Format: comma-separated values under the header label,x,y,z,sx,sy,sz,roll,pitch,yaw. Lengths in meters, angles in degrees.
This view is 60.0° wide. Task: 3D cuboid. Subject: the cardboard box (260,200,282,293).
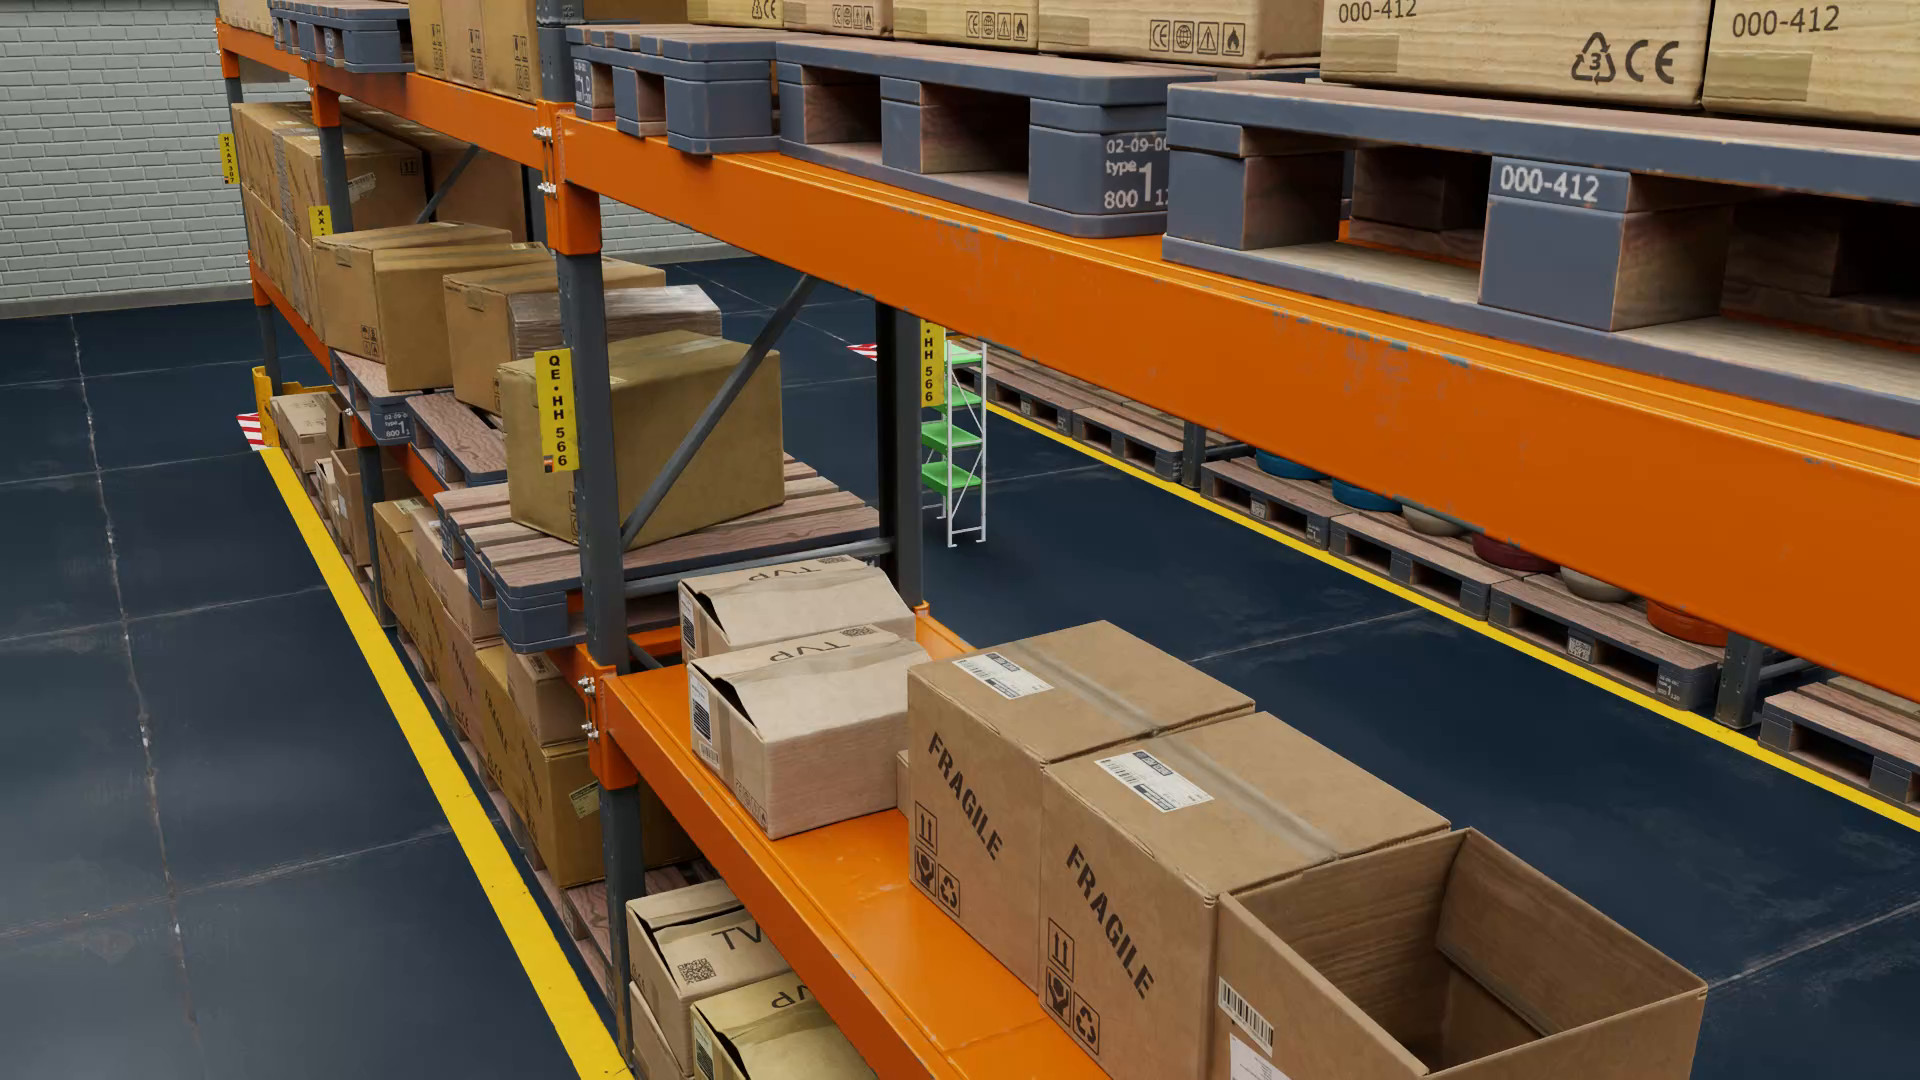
label,x,y,z,sx,sy,sz,roll,pitch,yaw
cardboard box,-3.913,-1.797,10.088,0.500,0.500,0.500,-10,21,-27

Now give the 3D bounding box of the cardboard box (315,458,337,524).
label,x,y,z,sx,sy,sz,roll,pitch,yaw
cardboard box,-3.354,-0.334,9.447,0.500,0.311,0.500,-10,21,-27

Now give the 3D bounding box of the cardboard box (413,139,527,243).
label,x,y,z,sx,sy,sz,roll,pitch,yaw
cardboard box,-2.454,-1.761,8.449,0.500,0.500,0.500,-9,21,-25

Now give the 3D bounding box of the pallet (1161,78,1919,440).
label,x,y,z,sx,sy,sz,roll,pitch,yaw
pallet,0.891,-0.344,1.725,0.805,0.209,1.217,-11,22,-29

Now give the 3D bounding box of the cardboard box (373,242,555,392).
label,x,y,z,sx,sy,sz,roll,pitch,yaw
cardboard box,-2.067,-0.949,6.987,0.700,0.500,0.500,-6,20,-18

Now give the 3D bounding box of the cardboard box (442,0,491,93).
label,x,y,z,sx,sy,sz,roll,pitch,yaw
cardboard box,-1.057,-1.645,5.049,0.910,0.500,0.500,-10,21,-27

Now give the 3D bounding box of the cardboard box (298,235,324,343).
label,x,y,z,sx,sy,sz,roll,pitch,yaw
cardboard box,-3.187,-1.361,8.823,0.500,0.500,0.500,-9,21,-25

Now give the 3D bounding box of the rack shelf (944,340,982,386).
label,x,y,z,sx,sy,sz,roll,pitch,yaw
rack shelf,-0.079,-1.008,9.438,0.258,0.148,0.480,-10,21,-27

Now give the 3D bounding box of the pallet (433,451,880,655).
label,x,y,z,sx,sy,sz,roll,pitch,yaw
pallet,-0.962,-0.007,5.346,1.213,0.211,1.003,-10,21,-27

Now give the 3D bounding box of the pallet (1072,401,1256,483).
label,x,y,z,sx,sy,sz,roll,pitch,yaw
pallet,1.500,-0.715,11.380,1.003,0.211,1.213,-10,21,-27

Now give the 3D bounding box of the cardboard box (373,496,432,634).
label,x,y,z,sx,sy,sz,roll,pitch,yaw
cardboard box,-2.463,0.088,7.934,0.500,0.500,0.500,-11,22,-29

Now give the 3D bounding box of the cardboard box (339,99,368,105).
label,x,y,z,sx,sy,sz,roll,pitch,yaw
cardboard box,-3.924,-2.645,11.012,0.500,0.500,0.500,-10,22,-27

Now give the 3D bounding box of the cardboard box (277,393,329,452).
label,x,y,z,sx,sy,sz,roll,pitch,yaw
cardboard box,-4.131,-0.775,10.819,0.500,0.250,0.500,-10,21,-27

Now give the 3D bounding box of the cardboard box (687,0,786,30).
label,x,y,z,sx,sy,sz,roll,pitch,yaw
cardboard box,-0.313,-1.338,3.897,0.500,0.250,0.500,-12,22,-31

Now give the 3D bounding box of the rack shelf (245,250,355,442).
label,x,y,z,sx,sy,sz,roll,pitch,yaw
rack shelf,-3.428,-1.296,9.891,1.077,0.370,4.000,-10,21,-27

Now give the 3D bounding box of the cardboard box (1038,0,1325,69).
label,x,y,z,sx,sy,sz,roll,pitch,yaw
cardboard box,0.467,-0.869,2.539,0.500,0.250,0.500,-12,22,-31

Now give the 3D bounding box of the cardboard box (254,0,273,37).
label,x,y,z,sx,sy,sz,roll,pitch,yaw
cardboard box,-3.416,-2.795,8.763,0.500,0.250,0.500,-10,21,-27

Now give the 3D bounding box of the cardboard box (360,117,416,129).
label,x,y,z,sx,sy,sz,roll,pitch,yaw
cardboard box,-3.189,-2.204,9.735,0.500,0.500,0.500,-9,21,-25

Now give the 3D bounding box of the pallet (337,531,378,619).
label,x,y,z,sx,sy,sz,roll,pitch,yaw
pallet,-2.803,0.059,9.137,1.003,0.211,1.213,-10,21,-27

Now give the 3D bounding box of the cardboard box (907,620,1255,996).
label,x,y,z,sx,sy,sz,roll,pitch,yaw
cardboard box,0.233,0.518,3.377,0.500,0.500,0.500,-11,22,-30

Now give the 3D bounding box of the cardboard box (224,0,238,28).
label,x,y,z,sx,sy,sz,roll,pitch,yaw
cardboard box,-4.131,-3.225,10.010,0.500,0.250,0.500,-10,21,-27

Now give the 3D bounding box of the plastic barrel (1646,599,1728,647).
label,x,y,z,sx,sy,sz,roll,pitch,yaw
plastic barrel,3.535,0.010,7.688,0.600,0.830,0.708,-10,21,-27

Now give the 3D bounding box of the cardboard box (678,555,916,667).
label,x,y,z,sx,sy,sz,roll,pitch,yaw
cardboard box,-0.444,0.240,4.475,0.500,0.311,0.500,-9,21,-23

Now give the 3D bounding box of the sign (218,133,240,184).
label,x,y,z,sx,sy,sz,roll,pitch,yaw
sign,-4.855,-2.535,11.053,0.100,0.325,0.005,-10,21,-27

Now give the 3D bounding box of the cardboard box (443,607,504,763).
label,x,y,z,sx,sy,sz,roll,pitch,yaw
cardboard box,-1.729,0.530,6.655,0.500,0.500,0.500,-11,22,-29

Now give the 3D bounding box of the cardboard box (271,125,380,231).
label,x,y,z,sx,sy,sz,roll,pitch,yaw
cardboard box,-3.431,-1.978,9.079,0.500,0.500,0.500,-10,21,-26

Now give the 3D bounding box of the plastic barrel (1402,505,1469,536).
label,x,y,z,sx,sy,sz,roll,pitch,yaw
plastic barrel,2.652,-0.312,9.109,0.421,0.512,0.421,0,19,0

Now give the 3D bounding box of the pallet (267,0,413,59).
label,x,y,z,sx,sy,sz,roll,pitch,yaw
pallet,-2.230,-2.193,7.077,1.213,0.211,1.003,-10,21,-27

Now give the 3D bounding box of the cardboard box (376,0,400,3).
label,x,y,z,sx,sy,sz,roll,pitch,yaw
cardboard box,-1.966,-2.428,6.522,0.600,0.600,0.600,-10,22,-27

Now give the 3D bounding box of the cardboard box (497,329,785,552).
label,x,y,z,sx,sy,sz,roll,pitch,yaw
cardboard box,-0.977,-0.323,5.171,0.500,0.500,0.700,16,25,39

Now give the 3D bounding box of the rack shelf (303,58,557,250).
label,x,y,z,sx,sy,sz,roll,pitch,yaw
rack shelf,-1.528,-1.566,6.074,1.077,0.370,4.000,-10,21,-27

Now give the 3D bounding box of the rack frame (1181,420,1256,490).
label,x,y,z,sx,sy,sz,roll,pitch,yaw
rack frame,1.883,-1.828,10.330,1.000,3.000,0.127,-10,21,-27

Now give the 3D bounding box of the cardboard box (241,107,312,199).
label,x,y,z,sx,sy,sz,roll,pitch,yaw
cardboard box,-4.144,-2.413,10.339,0.500,0.500,0.500,-10,21,-26

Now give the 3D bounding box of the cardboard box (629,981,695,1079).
label,x,y,z,sx,sy,sz,roll,pitch,yaw
cardboard box,-0.588,1.384,4.595,0.500,0.250,0.500,-10,21,-27

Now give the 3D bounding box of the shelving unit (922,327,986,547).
label,x,y,z,sx,sy,sz,roll,pitch,yaw
shelving unit,-0.079,-0.615,9.573,0.258,1.200,0.503,-10,21,-27

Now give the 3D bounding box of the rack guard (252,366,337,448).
label,x,y,z,sx,sy,sz,roll,pitch,yaw
rack guard,-4.341,-1.007,11.782,1.175,0.500,0.348,-10,21,-27

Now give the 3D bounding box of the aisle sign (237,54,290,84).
label,x,y,z,sx,sy,sz,roll,pitch,yaw
aisle sign,-4.668,-3.413,10.939,0.394,0.787,0.004,-10,21,-27

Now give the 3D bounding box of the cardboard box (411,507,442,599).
label,x,y,z,sx,sy,sz,roll,pitch,yaw
cardboard box,-1.988,0.021,6.980,0.500,0.250,0.500,-10,21,-27

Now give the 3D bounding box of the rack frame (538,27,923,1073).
label,x,y,z,sx,sy,sz,roll,pitch,yaw
rack frame,-0.578,0.086,4.782,1.000,3.000,0.127,-10,21,-27

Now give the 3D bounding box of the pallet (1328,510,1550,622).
label,x,y,z,sx,sy,sz,roll,pitch,yaw
pallet,2.796,0.069,9.108,1.003,0.211,1.213,-10,21,-27

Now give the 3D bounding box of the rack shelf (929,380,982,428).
label,x,y,z,sx,sy,sz,roll,pitch,yaw
rack shelf,-0.079,-0.781,9.516,0.258,0.148,0.480,-10,21,-27

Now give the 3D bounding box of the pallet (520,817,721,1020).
label,x,y,z,sx,sy,sz,roll,pitch,yaw
pallet,-0.900,1.184,5.875,1.003,0.211,1.213,-10,21,-27
